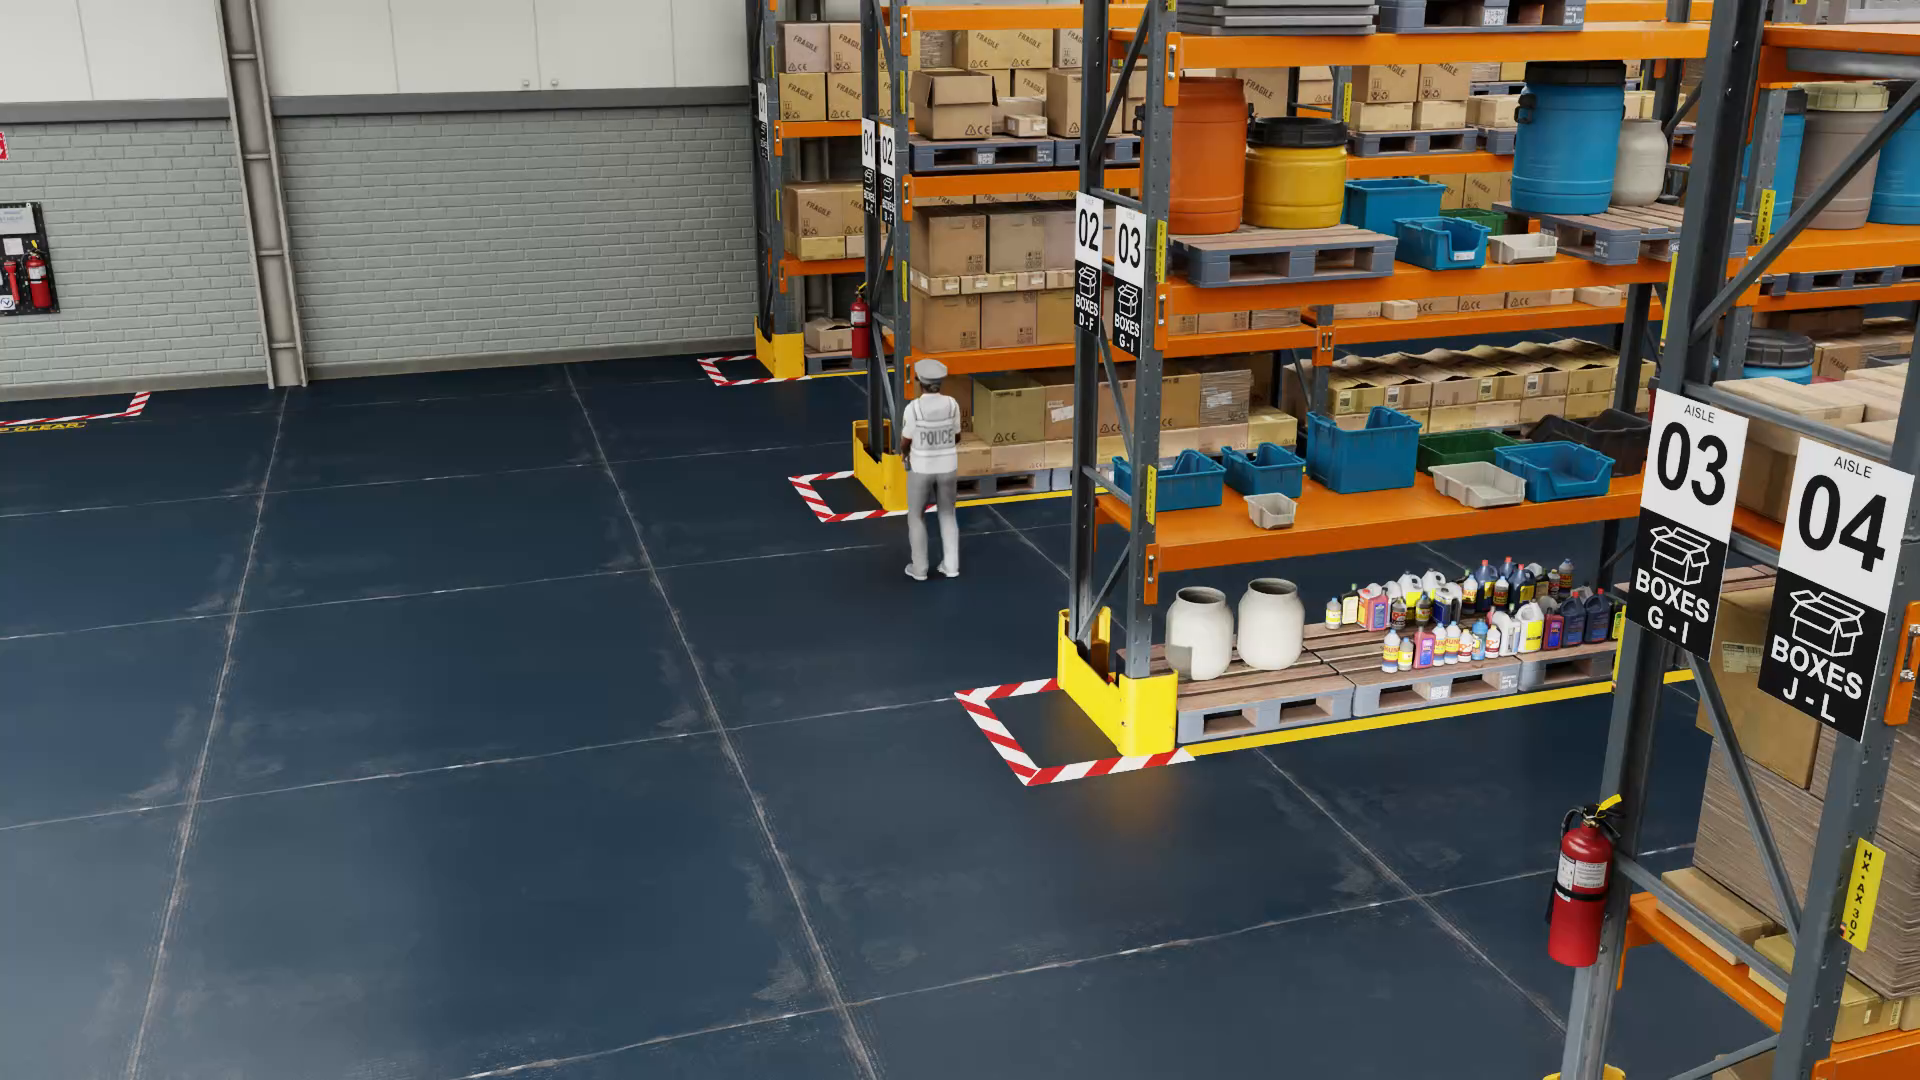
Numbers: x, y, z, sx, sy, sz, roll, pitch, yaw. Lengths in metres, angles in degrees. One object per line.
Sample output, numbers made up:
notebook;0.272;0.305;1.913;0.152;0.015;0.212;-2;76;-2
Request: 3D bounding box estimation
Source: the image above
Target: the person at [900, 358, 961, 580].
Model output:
person;-0.235;-0.537;12.567;0.473;1.678;0.478;-6;20;-18
